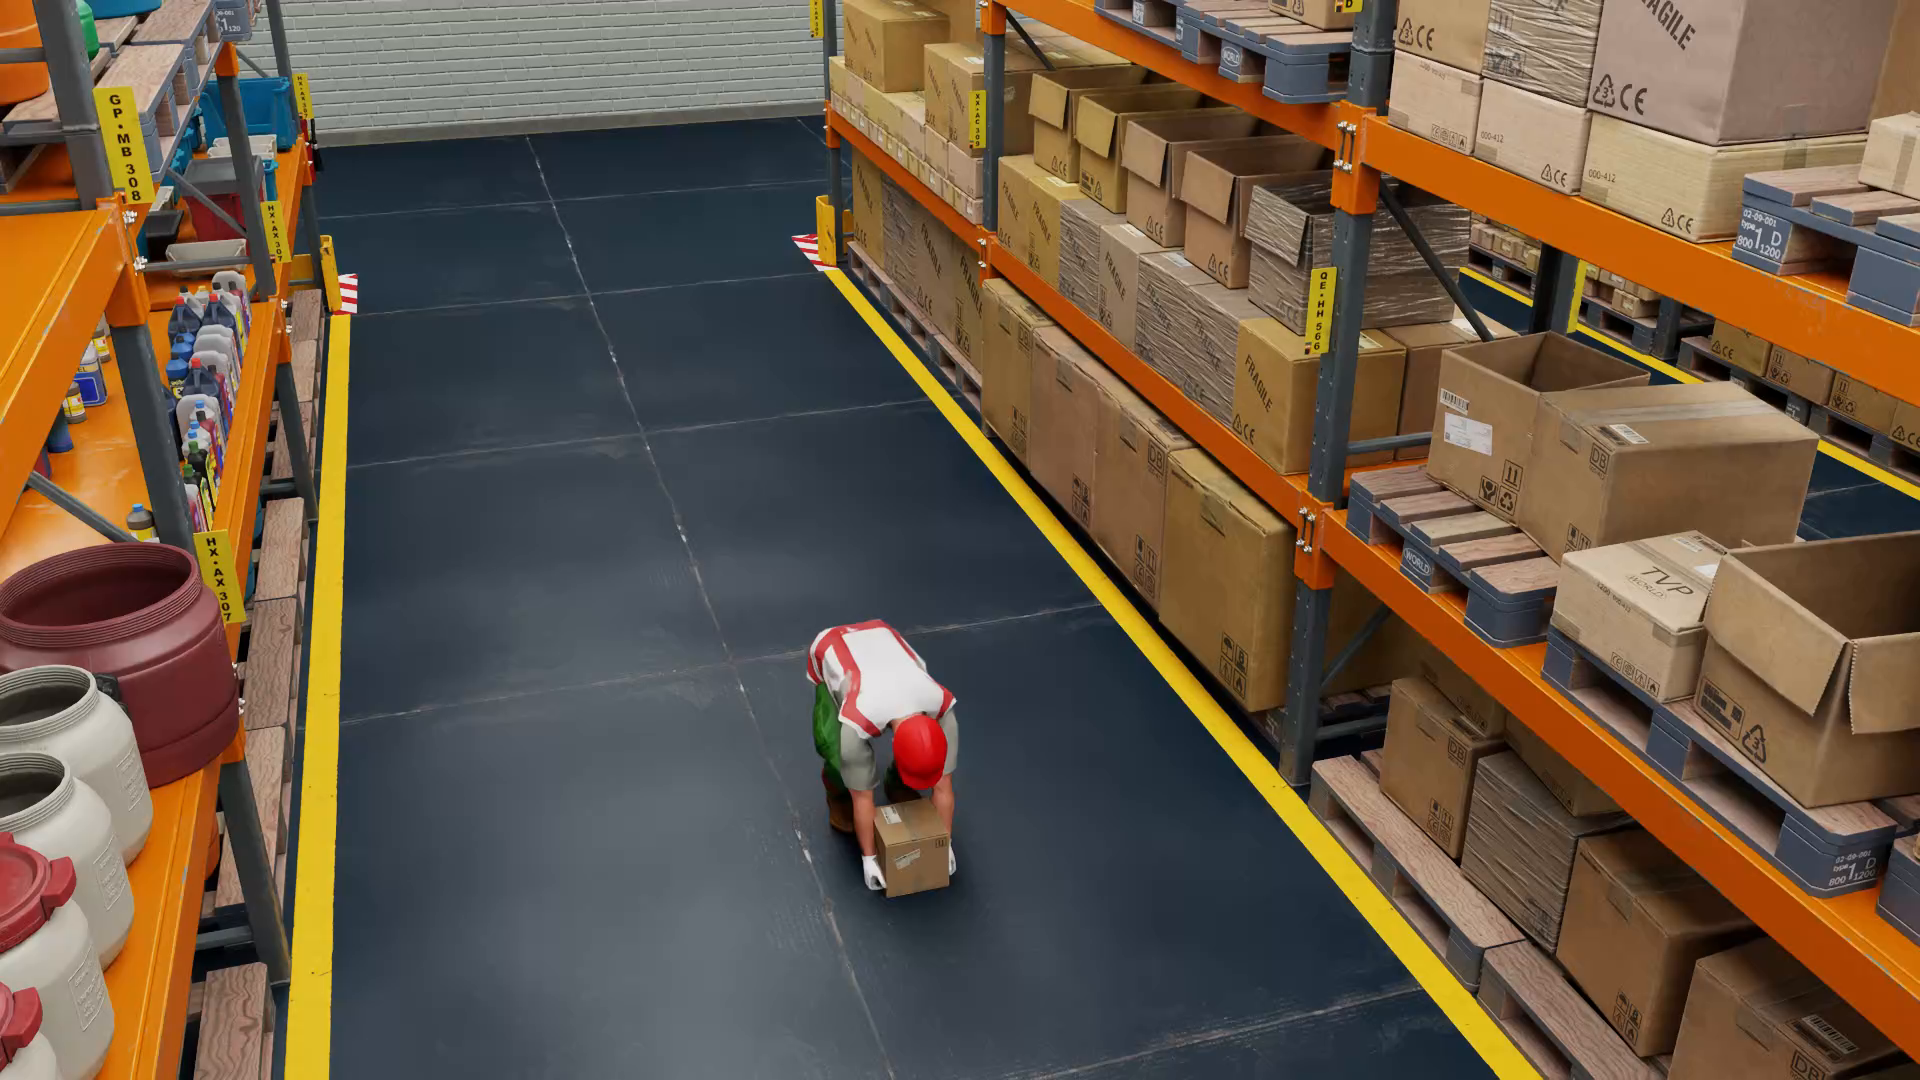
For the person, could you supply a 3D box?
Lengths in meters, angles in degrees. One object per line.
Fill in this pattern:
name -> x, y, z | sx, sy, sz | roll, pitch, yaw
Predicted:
person -> -0.295, 0.823, 6.538 | 0.530, 0.844, 0.966 | -9, 27, -18
